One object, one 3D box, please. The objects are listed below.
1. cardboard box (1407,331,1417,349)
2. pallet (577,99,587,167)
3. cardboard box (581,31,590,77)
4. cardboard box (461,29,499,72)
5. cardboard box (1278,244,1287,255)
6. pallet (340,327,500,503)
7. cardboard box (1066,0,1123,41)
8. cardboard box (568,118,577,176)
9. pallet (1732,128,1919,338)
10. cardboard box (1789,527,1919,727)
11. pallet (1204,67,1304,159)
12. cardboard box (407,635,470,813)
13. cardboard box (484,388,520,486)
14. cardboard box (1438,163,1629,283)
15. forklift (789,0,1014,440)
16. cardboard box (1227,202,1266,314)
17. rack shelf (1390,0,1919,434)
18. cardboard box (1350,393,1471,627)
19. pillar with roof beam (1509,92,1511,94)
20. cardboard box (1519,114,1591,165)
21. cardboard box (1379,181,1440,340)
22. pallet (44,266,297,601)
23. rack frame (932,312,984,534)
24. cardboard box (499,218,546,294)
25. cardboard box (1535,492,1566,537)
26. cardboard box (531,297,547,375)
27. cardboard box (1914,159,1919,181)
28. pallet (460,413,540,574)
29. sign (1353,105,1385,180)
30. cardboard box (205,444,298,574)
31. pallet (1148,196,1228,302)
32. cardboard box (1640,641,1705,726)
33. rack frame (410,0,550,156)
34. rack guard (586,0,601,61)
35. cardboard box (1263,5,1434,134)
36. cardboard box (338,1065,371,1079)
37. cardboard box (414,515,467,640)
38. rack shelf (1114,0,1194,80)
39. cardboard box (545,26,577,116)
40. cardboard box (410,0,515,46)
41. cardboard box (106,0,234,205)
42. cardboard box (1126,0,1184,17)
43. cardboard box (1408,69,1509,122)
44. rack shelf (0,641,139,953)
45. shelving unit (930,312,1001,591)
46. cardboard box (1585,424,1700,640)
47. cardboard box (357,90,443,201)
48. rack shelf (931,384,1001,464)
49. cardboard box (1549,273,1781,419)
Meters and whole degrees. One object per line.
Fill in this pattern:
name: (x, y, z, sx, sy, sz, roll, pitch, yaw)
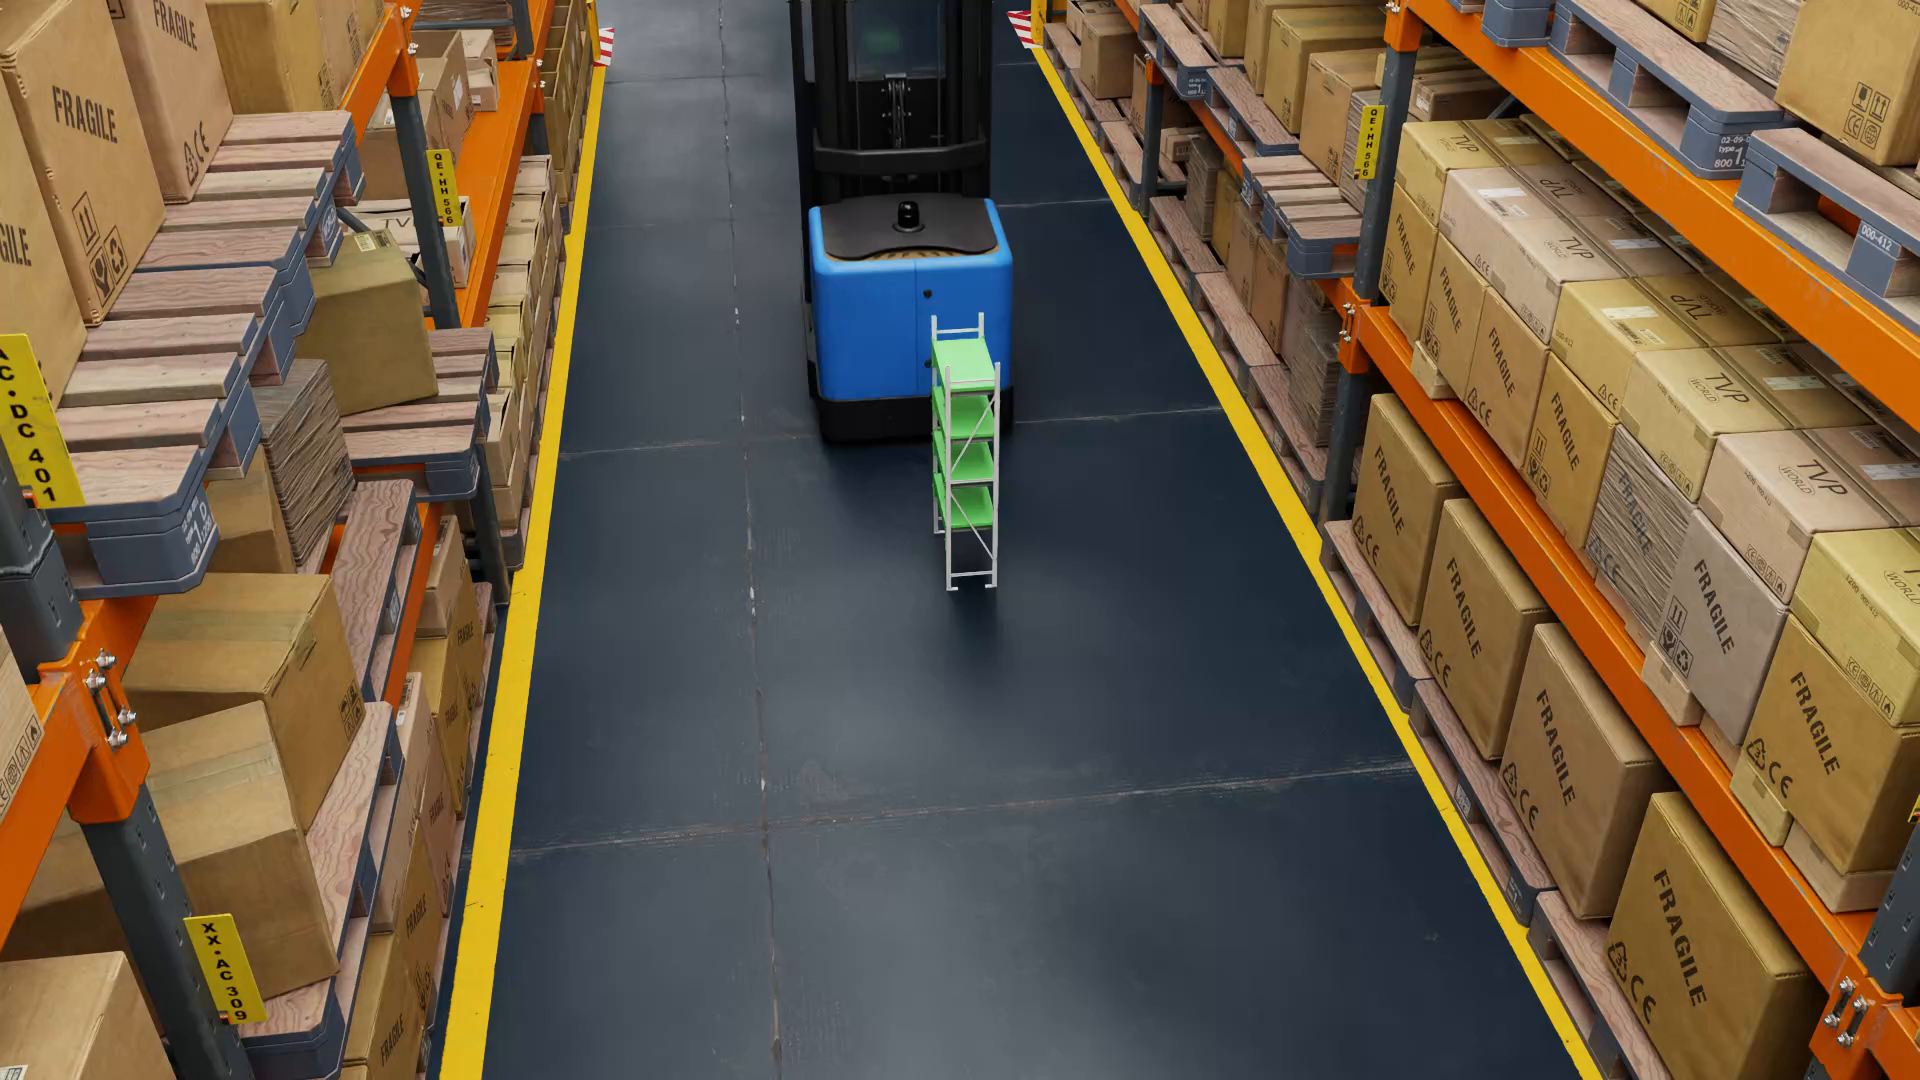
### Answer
cardboard box: (2.131, -0.864, 7.059, 0.380, 0.149, 0.250, -4, 34, -6)
pallet: (-3.388, -3.134, 12.661, 1.003, 0.211, 1.213, -4, 35, -6)
cardboard box: (-3.249, -3.871, 13.335, 0.500, 0.250, 0.500, -4, 35, -6)
cardboard box: (-3.045, -2.823, 9.862, 0.500, 0.250, 0.500, -2, 34, -3)
cardboard box: (2.054, -1.768, 9.343, 0.500, 0.250, 0.500, -5, 35, -7)
pallet: (-2.456, -0.472, 6.450, 1.213, 0.211, 1.003, -4, 35, -6)
cardboard box: (1.219, -4.444, 14.104, 0.500, 0.311, 0.500, -8, 35, -12)
cardboard box: (-2.979, -2.755, 11.698, 0.500, 0.250, 0.500, -4, 35, -6)
pallet: (2.657, -0.738, 4.175, 0.805, 0.209, 1.217, -6, 35, -8)
cardboard box: (2.513, 0.207, 4.246, 0.500, 0.250, 0.500, -4, 34, -5)
pallet: (1.985, -2.324, 9.167, 1.003, 0.211, 1.213, -4, 35, -6)
cardboard box: (-2.189, 0.720, 6.359, 0.500, 0.500, 0.500, -6, 35, -8)
cardboard box: (-2.396, -0.508, 7.902, 0.500, 0.311, 0.500, -3, 34, -5)
cardboard box: (2.170, -1.211, 6.327, 0.500, 0.250, 0.500, -5, 35, -7)
forklift: (-0.400, -2.562, 9.406, 1.130, 2.935, 3.031, -4, 34, -6)
cardboard box: (2.017, -1.701, 9.911, 0.700, 0.500, 0.500, -4, 34, -6)
rack shelf: (2.560, -1.128, 5.217, 1.077, 0.370, 4.000, -4, 35, -6)
cardboard box: (2.260, -0.167, 7.367, 0.750, 0.750, 0.750, -5, 35, -7)
pillar with roof beam: (-1.292, -4.246, 6.489, 9.100, 9.000, 0.400, -4, 35, -6)
cardboard box: (2.609, -1.551, 6.825, 0.500, 0.250, 0.500, -3, 34, -5)
cardboard box: (2.103, -1.184, 6.953, 0.500, 0.500, 0.500, -3, 34, -5)
pallet: (-2.097, -0.223, 3.417, 1.213, 0.211, 1.003, -4, 35, -6)
rack frame: (-0.011, -0.540, 7.976, 0.240, 1.200, 0.015, -4, 35, -6)
cardboard box: (-2.675, -1.653, 9.582, 0.500, 0.311, 0.500, -4, 35, -7)
cardboard box: (2.323, -0.150, 6.011, 0.380, 0.149, 0.250, -4, 34, -6)
cardboard box: (-2.609, -1.132, 9.317, 0.500, 0.250, 0.500, -4, 34, -5)
cardboard box: (2.820, -1.032, 3.957, 0.700, 0.500, 0.500, -6, 35, -9)
pallet: (-2.689, -0.234, 8.407, 1.003, 0.211, 1.213, -4, 35, -6)
sign: (1.755, -1.701, 7.125, 0.100, 0.325, 0.005, -4, 35, -6)
cardboard box: (-2.378, 0.112, 4.961, 0.700, 0.500, 0.500, -13, 36, -18)
pallet: (1.860, -1.947, 10.920, 1.003, 0.211, 1.213, -4, 35, -6)
cardboard box: (2.362, 0.429, 5.163, 0.380, 0.149, 0.250, -4, 35, -6)
rack frame: (-3.155, -3.157, 10.218, 1.000, 3.000, 0.127, -4, 35, -6)
rack guard: (-3.696, -4.369, 14.217, 1.175, 0.500, 0.348, -4, 35, -6)
cardboard box: (2.029, -2.480, 8.746, 0.700, 0.500, 0.500, -4, 35, -6)
cardboard box: (-1.902, 1.870, 4.671, 0.500, 0.500, 0.500, -6, 35, -9)
cardboard box: (-2.247, 0.152, 6.526, 0.500, 0.250, 0.500, -3, 34, -5)
rack shelf: (1.484, -4.353, 12.612, 1.077, 0.370, 4.000, -4, 35, -6)
cardboard box: (-3.042, -3.344, 11.896, 0.500, 0.500, 0.500, -4, 35, -6)
cardboard box: (-3.221, -3.445, 10.553, 0.700, 0.500, 0.500, -5, 35, -8)
cardboard box: (-2.256, -1.219, 4.161, 0.600, 0.600, 0.600, -6, 35, -8)
cardboard box: (1.389, -3.721, 11.163, 0.500, 0.250, 0.500, -4, 35, -6)
cardboard box: (2.215, -1.983, 7.441, 0.380, 0.149, 0.250, -9, 35, -13)
rack shelf: (-1.810, 1.482, 1.388, 1.077, 0.370, 4.000, -4, 35, -6)
shelving unit: (0.022, -0.403, 7.777, 0.258, 1.200, 0.503, -4, 35, -6)
cardboard box: (2.380, -0.045, 5.282, 0.500, 0.500, 0.500, -4, 35, -6)
cardboard box: (-2.859, -1.901, 8.287, 0.500, 0.500, 0.500, -6, 35, -9)
rack shelf: (0.022, -0.549, 7.677, 0.258, 0.148, 0.480, -4, 35, -6)
cardboard box: (2.316, -0.648, 5.501, 0.500, 0.250, 0.500, -5, 35, -7)
